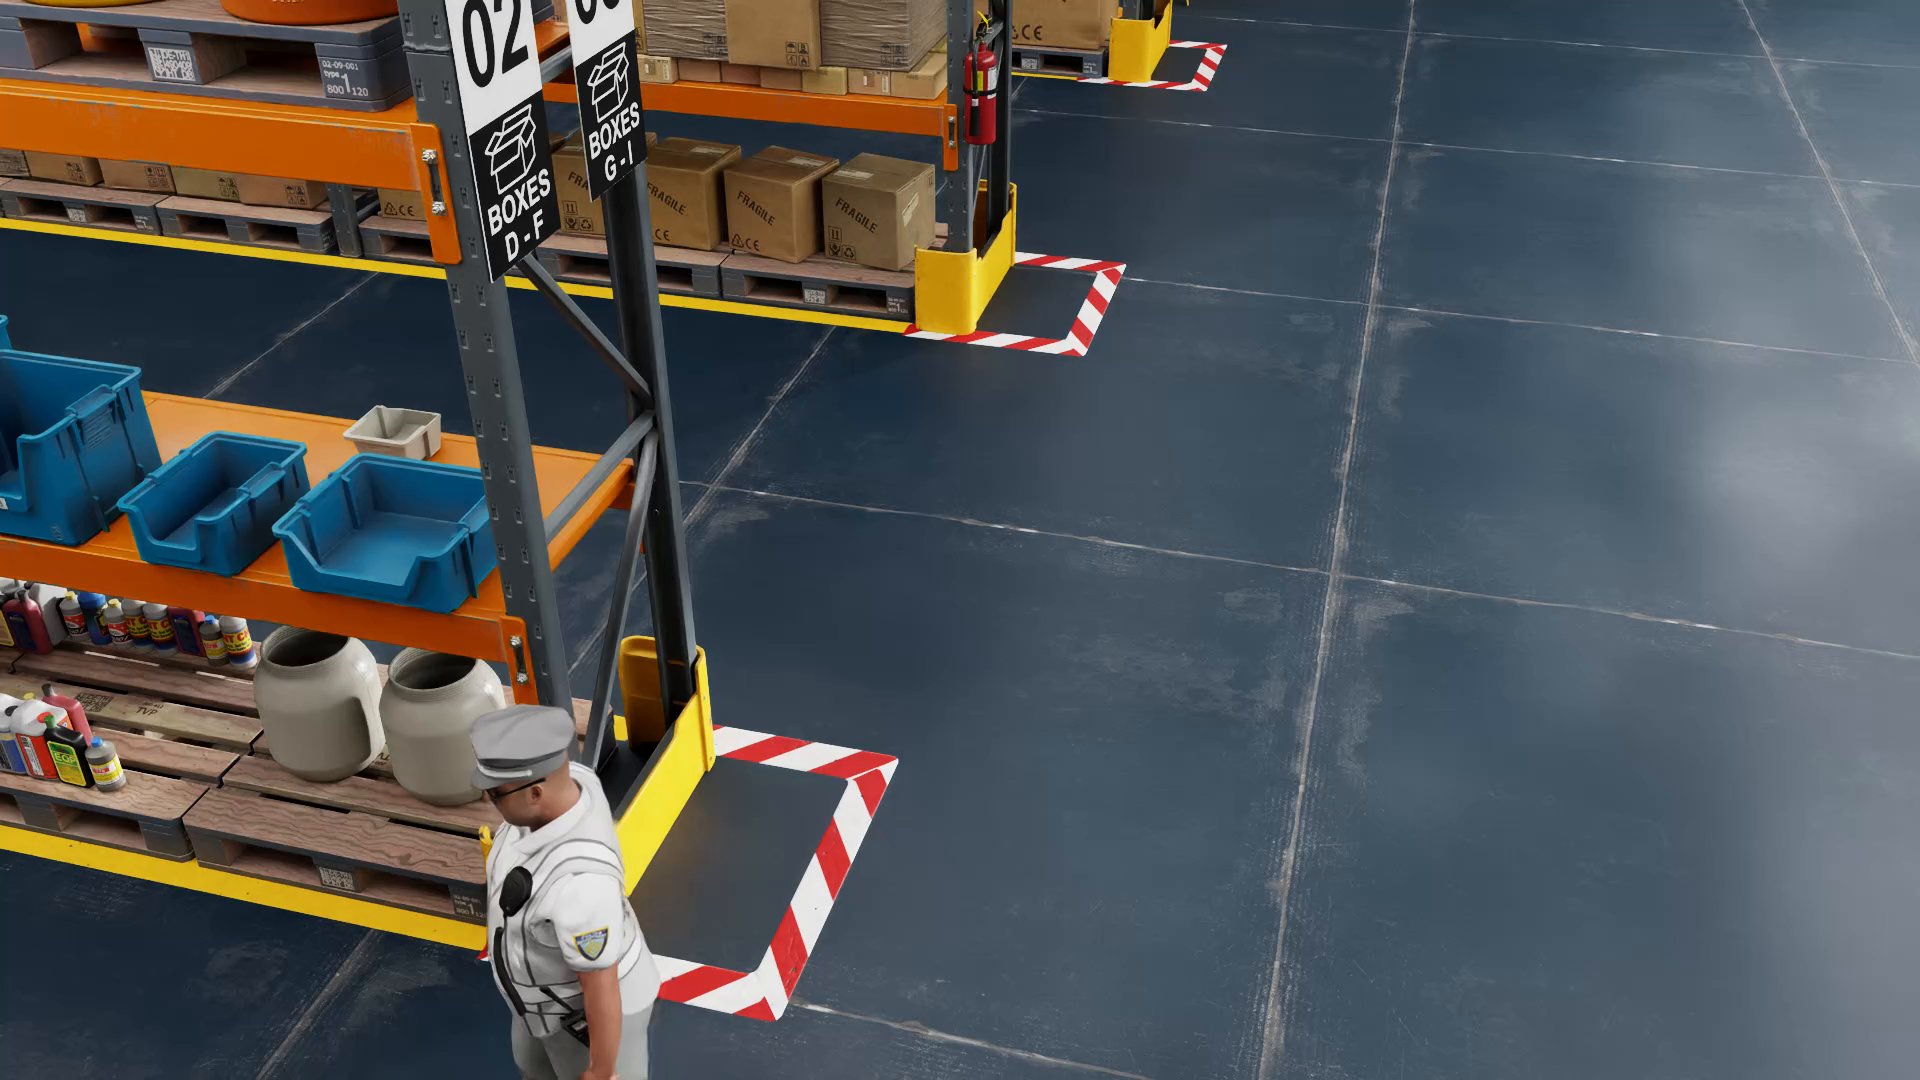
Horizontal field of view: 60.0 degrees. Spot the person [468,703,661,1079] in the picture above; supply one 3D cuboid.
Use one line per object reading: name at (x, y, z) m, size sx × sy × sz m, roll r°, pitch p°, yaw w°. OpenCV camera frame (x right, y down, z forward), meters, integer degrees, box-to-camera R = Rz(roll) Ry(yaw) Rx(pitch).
person at (-1.057, 1.190, 4.268) m, size 0.562 × 1.760 × 0.593 m, roll -13°, pitch 35°, yaw -20°
